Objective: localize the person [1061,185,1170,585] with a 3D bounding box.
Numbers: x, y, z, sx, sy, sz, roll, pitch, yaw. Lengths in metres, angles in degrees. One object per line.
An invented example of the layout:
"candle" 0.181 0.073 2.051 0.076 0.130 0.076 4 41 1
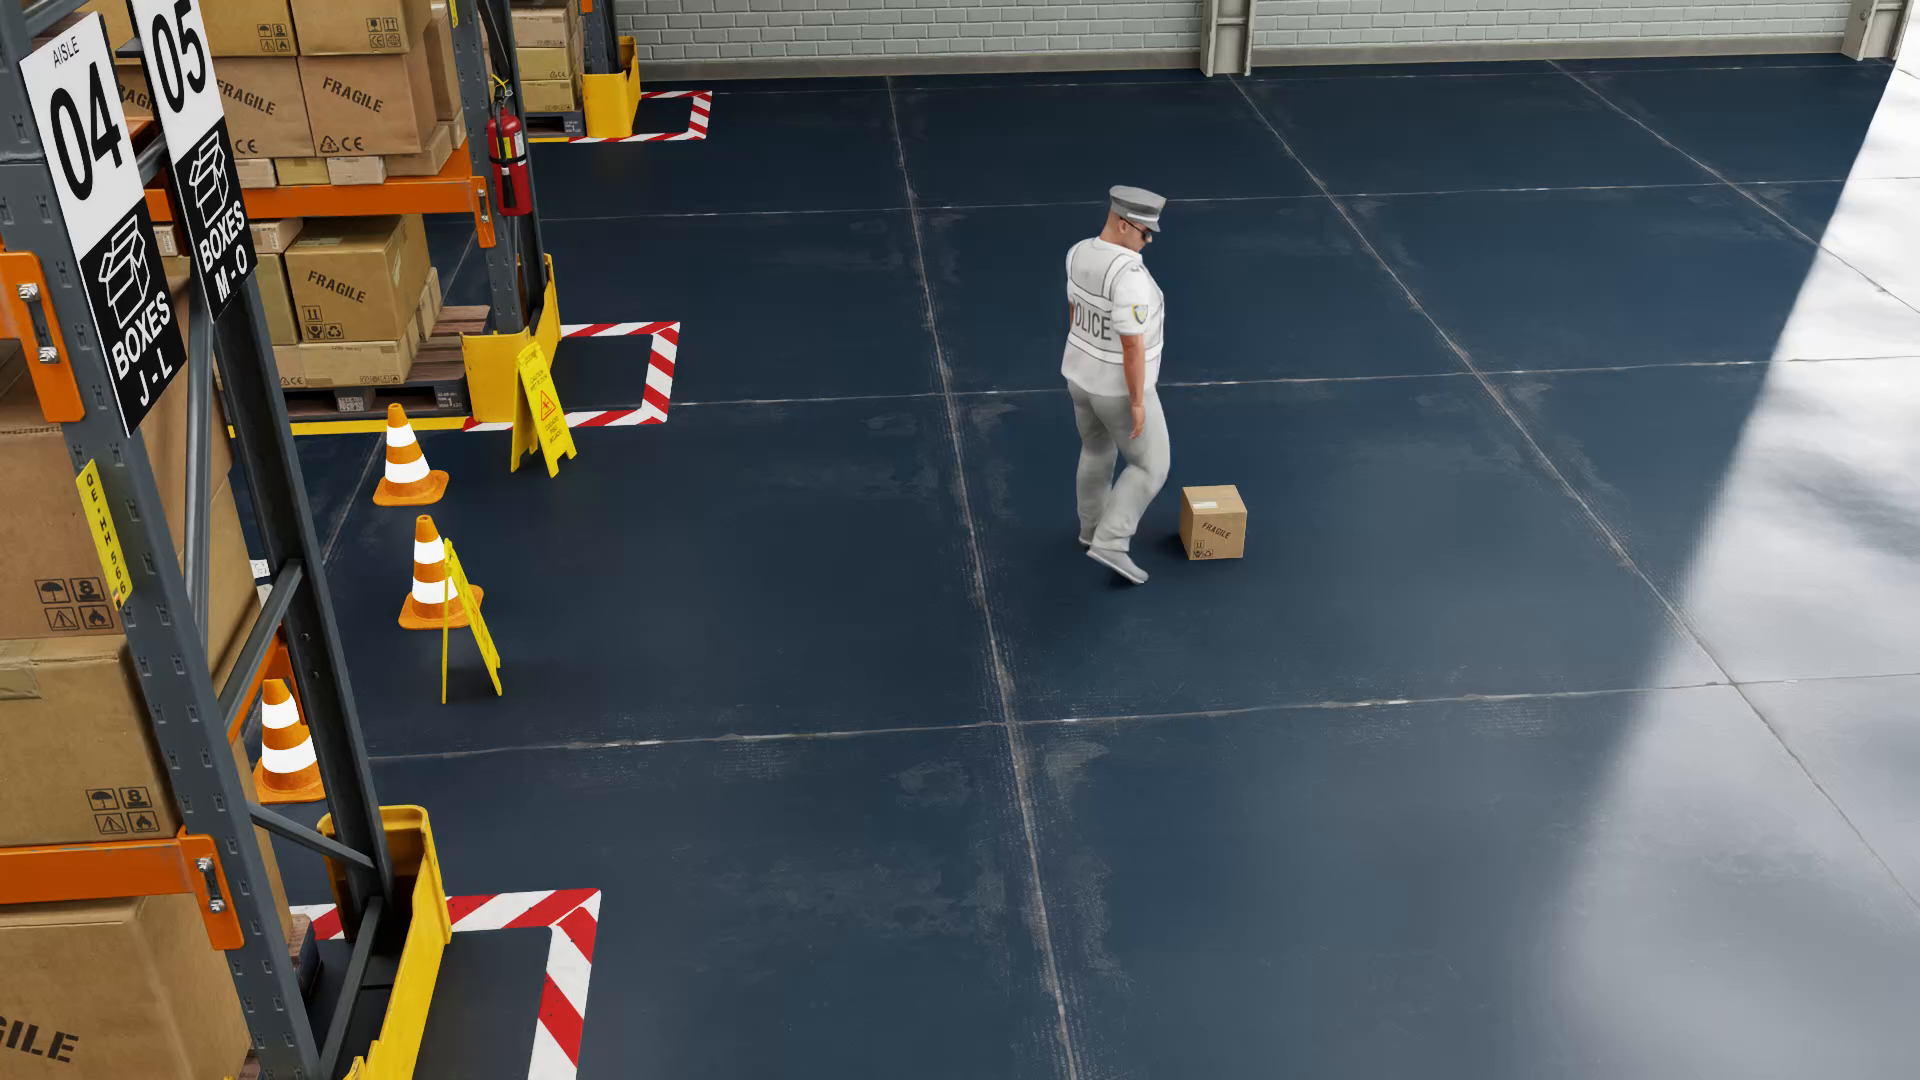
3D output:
"person" 0.681 -0.683 7.301 0.456 1.793 0.619 -18 35 -27
